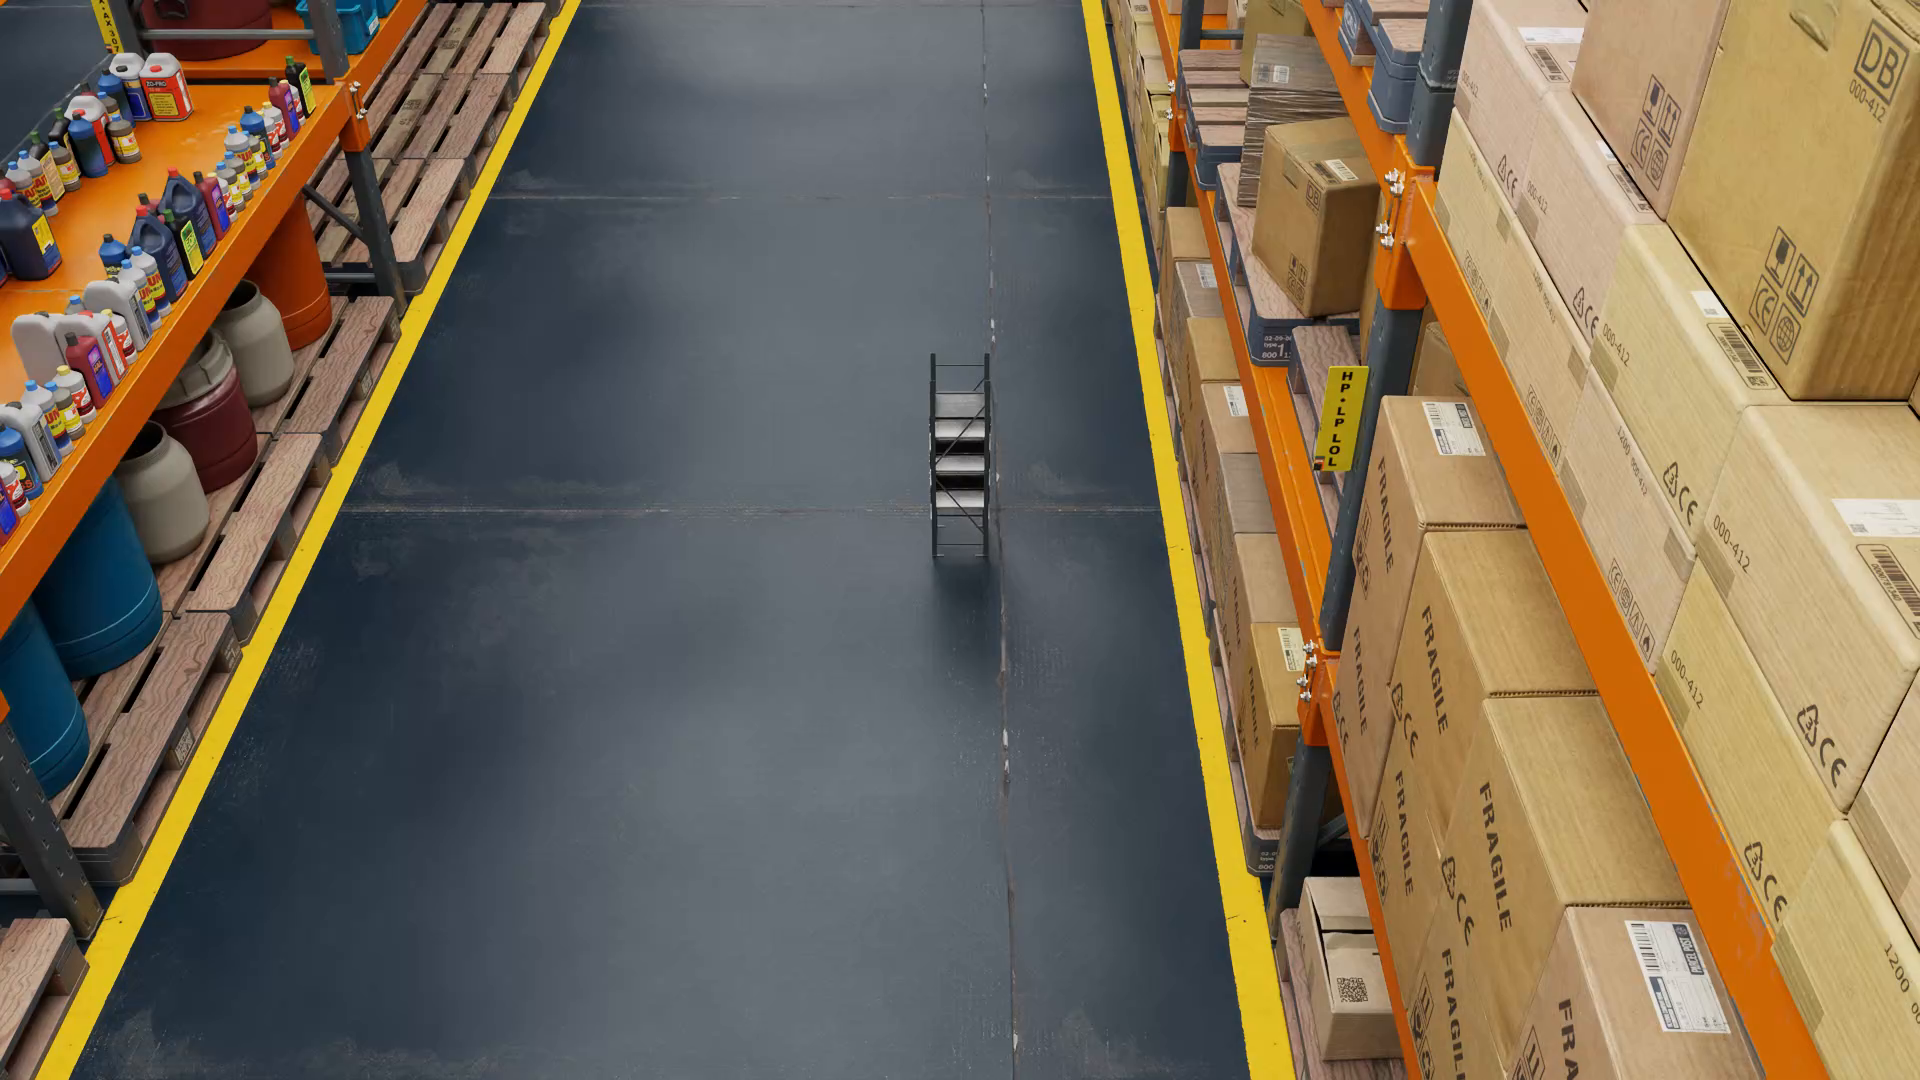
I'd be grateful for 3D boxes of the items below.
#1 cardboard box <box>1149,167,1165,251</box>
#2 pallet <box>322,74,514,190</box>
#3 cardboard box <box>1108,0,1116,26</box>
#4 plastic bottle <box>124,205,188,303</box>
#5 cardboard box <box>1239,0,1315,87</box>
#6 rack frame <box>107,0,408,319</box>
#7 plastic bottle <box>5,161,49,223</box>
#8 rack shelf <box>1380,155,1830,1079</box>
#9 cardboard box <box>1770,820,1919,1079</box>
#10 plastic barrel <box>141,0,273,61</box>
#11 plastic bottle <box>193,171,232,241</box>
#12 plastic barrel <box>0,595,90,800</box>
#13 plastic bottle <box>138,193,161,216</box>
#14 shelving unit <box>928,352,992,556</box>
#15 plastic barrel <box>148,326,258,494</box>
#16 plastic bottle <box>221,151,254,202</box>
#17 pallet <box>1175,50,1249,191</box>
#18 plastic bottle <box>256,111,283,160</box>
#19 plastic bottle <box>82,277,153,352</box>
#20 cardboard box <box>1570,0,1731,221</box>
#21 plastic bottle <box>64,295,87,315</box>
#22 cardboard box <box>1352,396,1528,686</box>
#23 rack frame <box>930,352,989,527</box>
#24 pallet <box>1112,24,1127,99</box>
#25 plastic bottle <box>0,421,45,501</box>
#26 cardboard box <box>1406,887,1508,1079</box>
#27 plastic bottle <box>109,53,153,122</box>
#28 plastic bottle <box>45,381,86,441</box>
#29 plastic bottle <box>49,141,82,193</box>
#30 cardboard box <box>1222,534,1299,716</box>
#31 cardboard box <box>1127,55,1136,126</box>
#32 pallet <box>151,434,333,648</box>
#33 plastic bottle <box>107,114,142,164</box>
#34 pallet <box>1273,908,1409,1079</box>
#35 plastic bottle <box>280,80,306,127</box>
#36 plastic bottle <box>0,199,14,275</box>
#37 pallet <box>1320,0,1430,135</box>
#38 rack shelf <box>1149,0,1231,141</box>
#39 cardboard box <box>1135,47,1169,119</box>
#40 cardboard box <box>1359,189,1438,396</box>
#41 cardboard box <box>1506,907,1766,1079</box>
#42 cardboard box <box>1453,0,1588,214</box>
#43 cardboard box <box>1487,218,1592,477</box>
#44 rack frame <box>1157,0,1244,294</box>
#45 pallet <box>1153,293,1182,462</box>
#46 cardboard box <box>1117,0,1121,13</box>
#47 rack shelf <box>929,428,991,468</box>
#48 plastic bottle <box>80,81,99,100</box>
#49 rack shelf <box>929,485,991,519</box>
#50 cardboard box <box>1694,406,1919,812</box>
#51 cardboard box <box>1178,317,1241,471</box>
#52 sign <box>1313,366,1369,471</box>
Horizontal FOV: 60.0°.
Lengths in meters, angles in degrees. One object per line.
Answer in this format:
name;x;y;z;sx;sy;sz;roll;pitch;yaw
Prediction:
cardboard box;1.293;-1.784;8.940;0.500;0.250;0.500;1;39;1
pallet;-3.377;-2.520;10.226;1.003;0.211;1.213;0;39;0
cardboard box;1.285;-3.704;11.336;0.500;0.250;0.500;-1;39;-1
plastic bottle;-3.029;-1.078;6.236;0.144;0.351;0.185;0;39;0
cardboard box;1.650;-2.173;7.148;0.700;0.500;0.500;-12;40;-15
rack frame;-3.416;-2.363;7.800;1.000;3.000;0.127;0;39;0
plastic bottle;-3.765;-1.391;6.690;0.097;0.271;0.097;0;39;0
rack shelf;1.544;0.498;2.406;1.077;0.370;4.000;0;39;0
cardboard box;1.279;0.580;1.849;0.500;0.250;0.500;0;39;0
plastic barrel;-3.720;-2.706;8.119;0.600;0.536;0.708;0;39;0
plastic bottle;-2.988;-1.350;6.629;0.061;0.283;0.133;0;39;0
plastic barrel;-3.395;0.453;5.628;0.600;0.901;0.708;0;39;0
plastic bottle;-3.132;-1.234;6.485;0.061;0.283;0.133;0;39;0
shelving unit;0.000;-0.346;6.962;0.258;0.900;0.210;0;39;0
plastic barrel;-3.397;-0.574;7.160;0.600;0.588;0.708;0;39;0
plastic bottle;-3.007;-1.512;6.897;0.097;0.201;0.097;0;39;0
pallet;1.608;-1.865;7.333;1.213;0.211;1.003;0;39;0
plastic bottle;-3.007;-1.755;7.201;0.097;0.201;0.097;0;39;0
plastic bottle;-3.033;-0.827;5.982;0.152;0.276;0.135;0;39;0
cardboard box;1.439;-0.846;2.628;0.700;0.500;0.500;0;39;0
plastic bottle;-3.157;-0.786;5.991;0.097;0.201;0.097;0;39;0
cardboard box;1.261;0.003;3.968;0.500;0.500;0.500;1;39;1
rack frame;0.000;-0.410;7.042;0.240;0.900;0.006;0;39;0
pallet;1.572;-3.317;11.220;1.003;0.211;1.213;0;39;0
plastic bottle;-3.004;-0.257;5.275;0.097;0.271;0.097;0;39;0
cardboard box;1.272;1.050;3.461;0.500;0.500;0.500;0;39;0
plastic bottle;-3.739;-2.044;7.501;0.152;0.276;0.135;0;39;0
plastic bottle;-3.005;-0.436;5.554;0.097;0.201;0.097;0;39;0
plastic bottle;-3.766;-1.569;6.968;0.097;0.201;0.097;0;39;0
cardboard box;1.262;0.323;6.095;0.500;0.500;0.500;0;39;0
cardboard box;1.287;-2.742;10.136;0.500;0.250;0.500;1;39;1
pallet;-3.375;-0.021;7.107;1.003;0.211;1.213;0;39;0
plastic bottle;-3.614;-1.737;7.178;0.097;0.201;0.097;0;39;0
pallet;1.541;1.655;5.016;1.003;0.211;1.213;0;39;0
plastic bottle;-3.007;-1.961;7.457;0.097;0.201;0.097;0;39;0
plastic bottle;-3.737;-1.176;6.419;0.152;0.276;0.135;0;39;0
pallet;1.611;-1.368;4.310;1.213;0.211;1.003;0;39;0
rack shelf;1.535;-3.334;9.587;1.077;0.370;4.000;0;39;0
cardboard box;1.285;-2.642;9.563;0.500;0.311;0.500;0;39;0
cardboard box;1.701;-0.792;5.424;0.700;0.500;0.500;6;39;7
cardboard box;1.264;0.970;2.761;0.500;0.500;0.500;1;39;1
cardboard box;1.294;-0.866;3.253;0.500;0.250;0.500;0;39;0
cardboard box;1.291;-0.358;3.019;0.500;0.250;0.500;0;39;0
rack frame;1.537;-2.364;7.801;1.000;3.000;0.127;0;39;0
pallet;1.500;-0.809;8.091;1.003;0.211;1.213;0;39;0
cardboard box;1.279;-3.604;10.763;0.500;0.311;0.500;0;39;-1
rack shelf;0.000;-0.390;6.927;0.258;0.077;0.200;0;39;0
plastic bottle;-3.784;-1.841;7.242;0.061;0.283;0.133;0;39;0
rack shelf;0.000;-0.180;7.096;0.258;0.077;0.200;0;39;0
cardboard box;1.286;0.072;2.082;0.500;0.250;0.500;0;39;0
cardboard box;1.254;-0.634;7.290;0.500;0.500;0.500;-1;39;-1
sign;0.987;-0.312;4.315;0.100;0.325;0.005;0;39;0
